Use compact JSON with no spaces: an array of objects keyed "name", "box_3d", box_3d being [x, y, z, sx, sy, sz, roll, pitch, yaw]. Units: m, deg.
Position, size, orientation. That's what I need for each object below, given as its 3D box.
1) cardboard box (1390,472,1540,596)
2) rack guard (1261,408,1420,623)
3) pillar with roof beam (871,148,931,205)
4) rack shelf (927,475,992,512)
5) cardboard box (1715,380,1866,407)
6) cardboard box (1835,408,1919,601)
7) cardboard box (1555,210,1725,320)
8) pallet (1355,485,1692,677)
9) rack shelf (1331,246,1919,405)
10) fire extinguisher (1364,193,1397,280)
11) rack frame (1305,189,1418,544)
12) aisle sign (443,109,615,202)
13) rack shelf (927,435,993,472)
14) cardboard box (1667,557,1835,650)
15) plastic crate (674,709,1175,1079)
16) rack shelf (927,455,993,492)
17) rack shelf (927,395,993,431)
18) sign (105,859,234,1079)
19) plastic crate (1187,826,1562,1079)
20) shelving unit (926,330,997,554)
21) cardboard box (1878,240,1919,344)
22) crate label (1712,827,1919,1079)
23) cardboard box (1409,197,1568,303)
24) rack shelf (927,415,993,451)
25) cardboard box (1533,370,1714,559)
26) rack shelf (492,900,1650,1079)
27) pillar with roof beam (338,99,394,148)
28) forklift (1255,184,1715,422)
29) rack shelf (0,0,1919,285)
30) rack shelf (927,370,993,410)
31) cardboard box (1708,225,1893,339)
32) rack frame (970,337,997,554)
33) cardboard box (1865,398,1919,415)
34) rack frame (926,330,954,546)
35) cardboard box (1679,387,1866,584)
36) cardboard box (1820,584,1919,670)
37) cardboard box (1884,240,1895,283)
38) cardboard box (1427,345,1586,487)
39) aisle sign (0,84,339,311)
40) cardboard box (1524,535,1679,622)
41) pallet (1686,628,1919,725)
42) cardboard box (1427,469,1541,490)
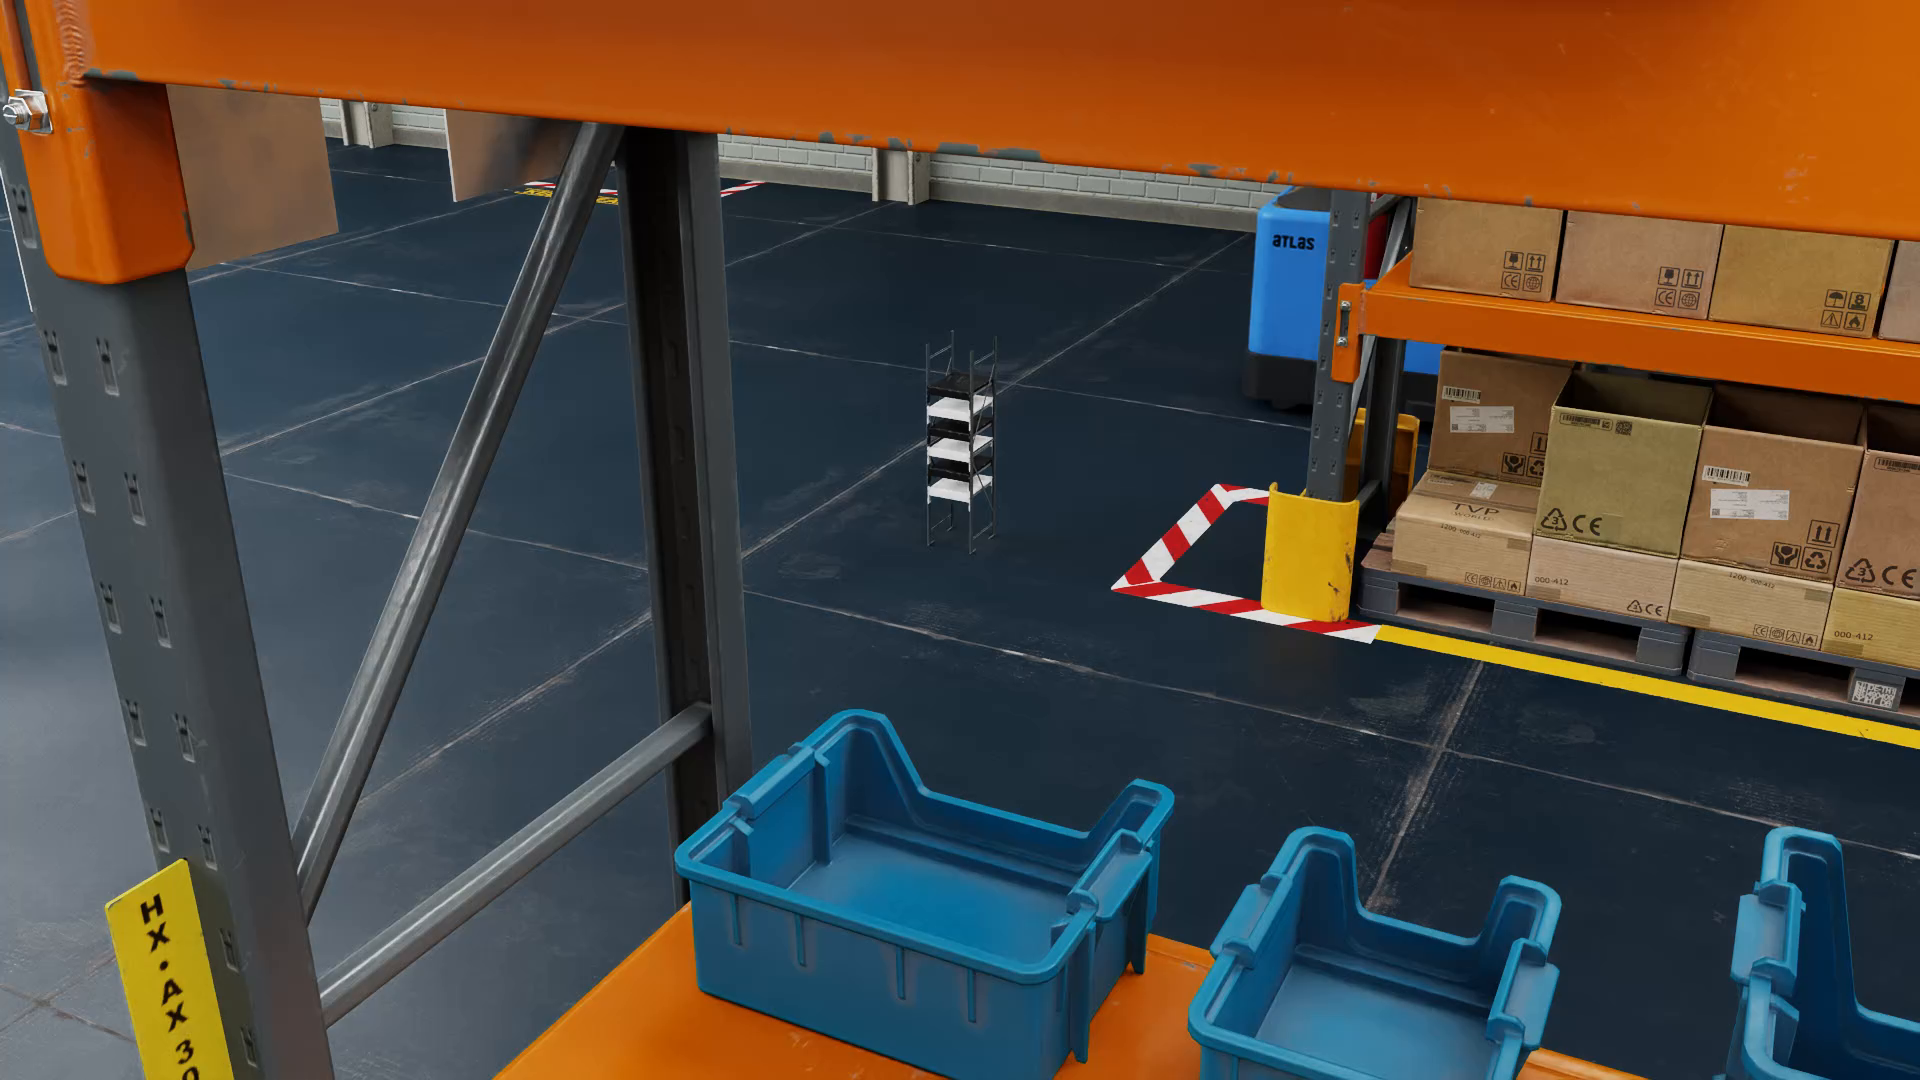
[{"name":"cardboard box","box_3d":[1.994,-0.033,6.471,0.500,0.250,0.500,11,25,25]},{"name":"rack guard","box_3d":[1.595,-0.131,6.919,0.348,0.500,1.175,11,25,25]},{"name":"pillar with roof beam","box_3d":[-2.434,-5.503,8.691,0.400,9.000,9.100,11,25,25]},{"name":"rack shelf","box_3d":[0.007,-0.216,7.154,0.200,0.077,0.258,11,25,25]},{"name":"cardboard box","box_3d":[3.128,-0.388,6.348,0.500,0.500,0.500,11,25,25]},{"name":"cardboard box","box_3d":[3.332,-0.112,5.699,0.500,0.500,0.500,11,25,25]},{"name":"cardboard box","box_3d":[2.498,-1.145,5.982,0.500,0.500,0.700,12,26,26]},{"name":"pallet","box_3d":[2.318,0.126,6.683,1.213,0.211,1.003,11,25,25]},{"name":"rack shelf","box_3d":[3.401,-0.593,5.731,4.000,0.370,1.077,11,25,25]},{"name":"fire extinguisher","box_3d":[1.720,-1.425,6.866,0.183,0.674,0.296,11,25,25]},{"name":"rack frame","box_3d":[1.616,-1.277,6.420,0.127,3.000,1.000,11,25,25]},{"name":"aisle sign","box_3d":[-0.552,-0.861,2.119,0.004,0.787,0.394,11,25,25]},{"name":"rack shelf","box_3d":[0.007,-0.382,7.084,0.200,0.077,0.258,11,25,25]},{"name":"cardboard box","box_3d":[2.888,0.143,6.058,0.500,0.250,0.500,11,25,25]},{"name":"plastic crate","box_3d":[-0.040,0.505,2.421,0.616,0.251,0.499,11,25,25]},{"name":"rack shelf","box_3d":[0.007,-0.299,7.119,0.200,0.077,0.258,11,25,25]},{"name":"rack shelf","box_3d":[0.007,-0.548,7.013,0.200,0.077,0.258,11,25,25]},{"name":"sign","box_3d":[-0.874,0.516,1.850,0.005,0.325,0.100,11,25,25]},{"name":"plastic crate","box_3d":[0.537,0.621,2.146,0.408,0.251,0.499,11,25,25]},{"name":"shelving unit","box_3d":[0.007,-0.413,7.071,0.210,0.900,0.258,11,25,25]},{"name":"cardboard box","box_3d":[3.410,-0.964,5.556,0.500,0.500,0.700,12,26,26]},{"name":"crate label","box_3d":[1.142,0.666,1.805,0.616,0.435,0.502,11,25,25]},{"name":"cardboard box","box_3d":[2.027,-1.236,6.196,0.500,0.500,0.700,11,25,25]},{"name":"rack shelf","box_3d":[0.007,-0.465,7.048,0.200,0.077,0.258,11,25,25]},{"name":"cardboard box","box_3d":[2.441,-0.290,6.118,0.500,0.500,0.500,11,25,25]},{"name":"rack shelf","box_3d":[1.163,1.136,1.664,4.000,0.370,1.077,11,25,25]},{"name":"pillar with roof beam","box_3d":[-7.789,-6.562,11.183,0.400,9.000,9.100,11,25,25]},{"name":"forklift","box_3d":[3.127,-2.068,8.366,3.031,2.935,1.130,3,23,7]},{"name":"rack shelf","box_3d":[1.163,-0.244,1.077,4.000,0.370,1.077,11,25,25]},{"name":"rack shelf","box_3d":[0.007,-0.630,6.978,0.200,0.077,0.258,11,25,25]},{"name":"cardboard box","box_3d":[2.938,-1.055,5.771,0.500,0.500,0.700,11,26,25]},{"name":"rack frame","box_3d":[0.098,-0.395,7.028,0.006,0.900,0.240,11,25,25]},{"name":"cardboard box","box_3d":[3.574,-0.299,6.139,0.500,0.500,0.500,11,25,25]},{"name":"rack frame","box_3d":[-0.083,-0.431,7.113,0.006,0.900,0.240,11,25,25]},{"name":"cardboard box","box_3d":[2.893,-0.206,5.921,0.500,0.500,0.500,11,25,25]},{"name":"cardboard box","box_3d":[3.332,0.233,5.847,0.500,0.250,0.500,11,25,25]},{"name":"cardboard box","box_3d":[5.566,-1.659,9.949,0.500,0.500,0.700,10,25,21]},{"name":"cardboard box","box_3d":[2.229,-0.559,6.751,0.500,0.500,0.500,11,25,25]},{"name":"aisle sign","box_3d":[-0.818,-0.654,1.634,0.004,0.787,0.394,11,25,25]},{"name":"cardboard box","box_3d":[2.442,0.054,6.266,0.500,0.250,0.500,11,25,25]},{"name":"pallet","box_3d":[3.402,0.342,6.175,1.213,0.211,1.003,11,25,25]},{"name":"cardboard box","box_3d":[2.228,-0.214,6.896,0.500,0.250,0.500,11,25,25]}]
